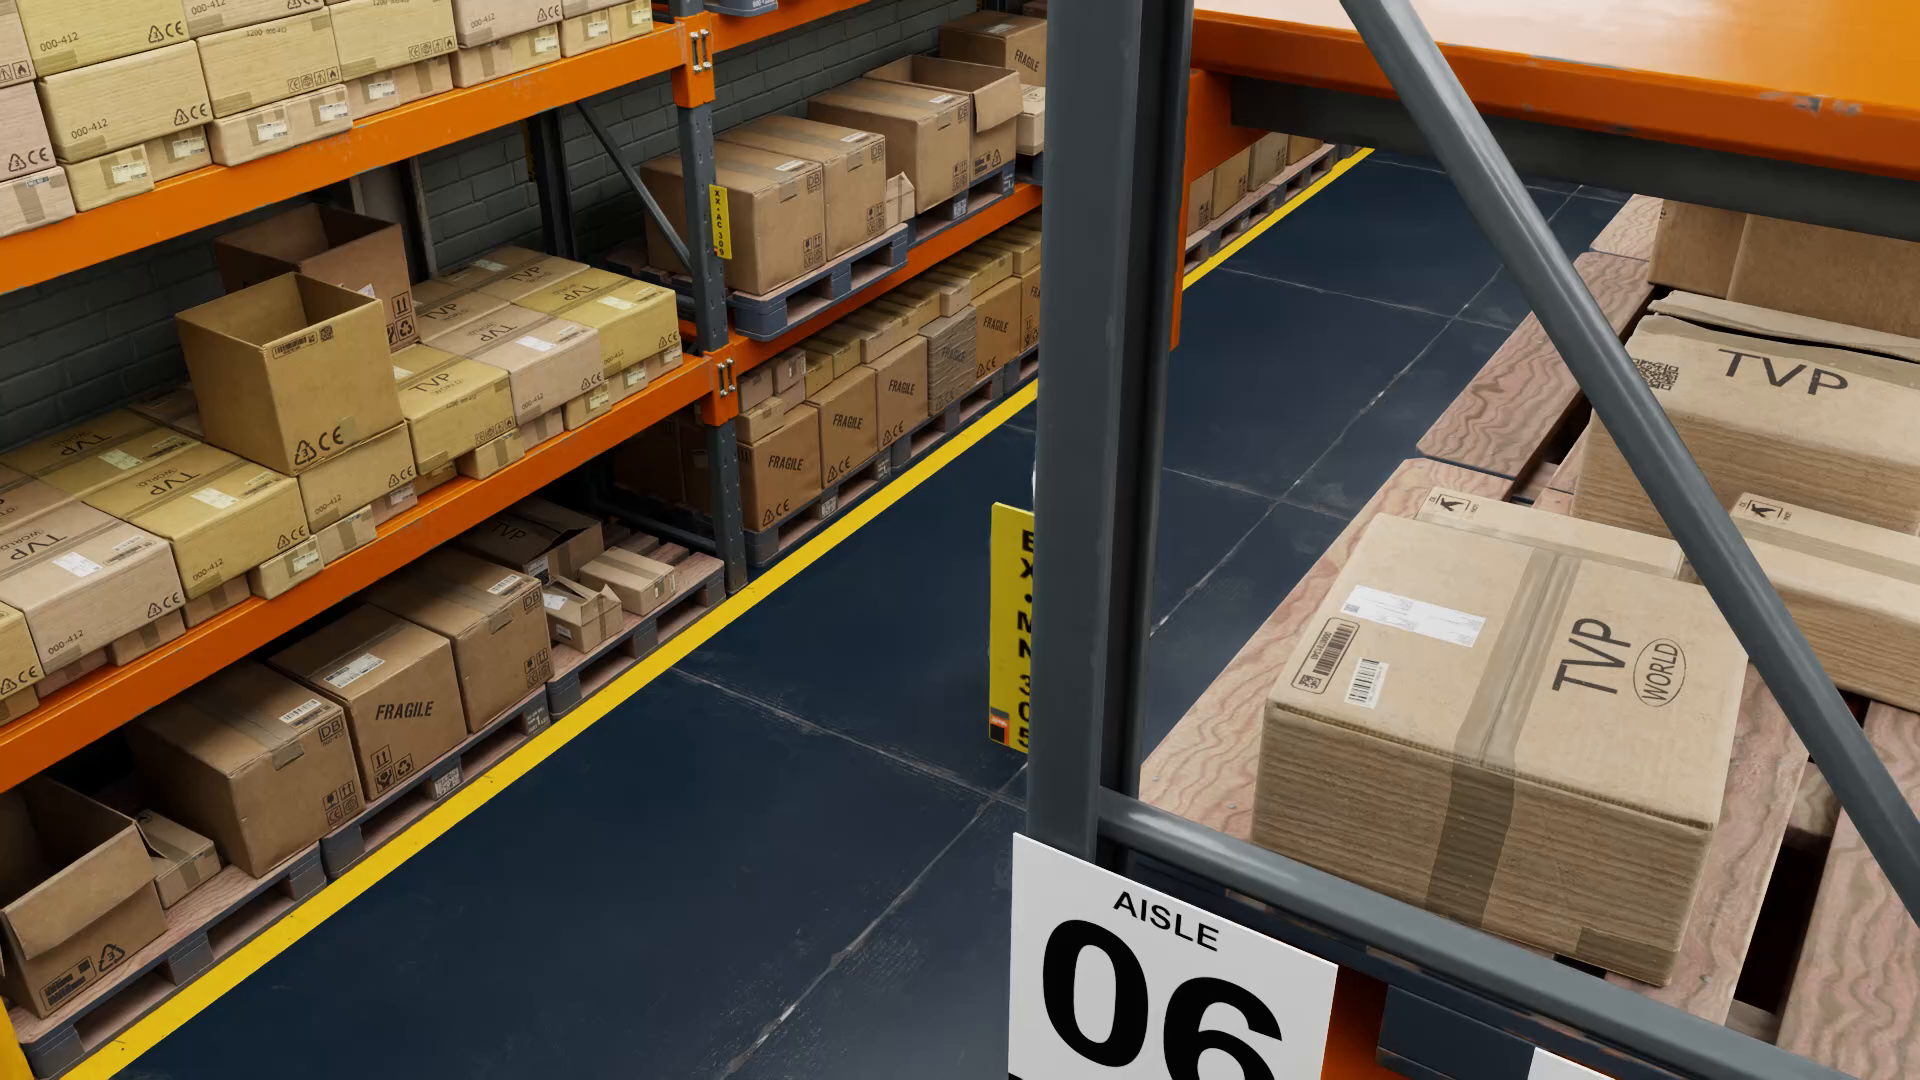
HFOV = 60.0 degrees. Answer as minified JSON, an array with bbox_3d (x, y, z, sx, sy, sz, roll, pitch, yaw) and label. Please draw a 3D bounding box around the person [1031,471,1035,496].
[{"bbox_3d":[0.477,0.154,6.893,0.458,1.717,0.496,21,37,31],"label":"person"}]
